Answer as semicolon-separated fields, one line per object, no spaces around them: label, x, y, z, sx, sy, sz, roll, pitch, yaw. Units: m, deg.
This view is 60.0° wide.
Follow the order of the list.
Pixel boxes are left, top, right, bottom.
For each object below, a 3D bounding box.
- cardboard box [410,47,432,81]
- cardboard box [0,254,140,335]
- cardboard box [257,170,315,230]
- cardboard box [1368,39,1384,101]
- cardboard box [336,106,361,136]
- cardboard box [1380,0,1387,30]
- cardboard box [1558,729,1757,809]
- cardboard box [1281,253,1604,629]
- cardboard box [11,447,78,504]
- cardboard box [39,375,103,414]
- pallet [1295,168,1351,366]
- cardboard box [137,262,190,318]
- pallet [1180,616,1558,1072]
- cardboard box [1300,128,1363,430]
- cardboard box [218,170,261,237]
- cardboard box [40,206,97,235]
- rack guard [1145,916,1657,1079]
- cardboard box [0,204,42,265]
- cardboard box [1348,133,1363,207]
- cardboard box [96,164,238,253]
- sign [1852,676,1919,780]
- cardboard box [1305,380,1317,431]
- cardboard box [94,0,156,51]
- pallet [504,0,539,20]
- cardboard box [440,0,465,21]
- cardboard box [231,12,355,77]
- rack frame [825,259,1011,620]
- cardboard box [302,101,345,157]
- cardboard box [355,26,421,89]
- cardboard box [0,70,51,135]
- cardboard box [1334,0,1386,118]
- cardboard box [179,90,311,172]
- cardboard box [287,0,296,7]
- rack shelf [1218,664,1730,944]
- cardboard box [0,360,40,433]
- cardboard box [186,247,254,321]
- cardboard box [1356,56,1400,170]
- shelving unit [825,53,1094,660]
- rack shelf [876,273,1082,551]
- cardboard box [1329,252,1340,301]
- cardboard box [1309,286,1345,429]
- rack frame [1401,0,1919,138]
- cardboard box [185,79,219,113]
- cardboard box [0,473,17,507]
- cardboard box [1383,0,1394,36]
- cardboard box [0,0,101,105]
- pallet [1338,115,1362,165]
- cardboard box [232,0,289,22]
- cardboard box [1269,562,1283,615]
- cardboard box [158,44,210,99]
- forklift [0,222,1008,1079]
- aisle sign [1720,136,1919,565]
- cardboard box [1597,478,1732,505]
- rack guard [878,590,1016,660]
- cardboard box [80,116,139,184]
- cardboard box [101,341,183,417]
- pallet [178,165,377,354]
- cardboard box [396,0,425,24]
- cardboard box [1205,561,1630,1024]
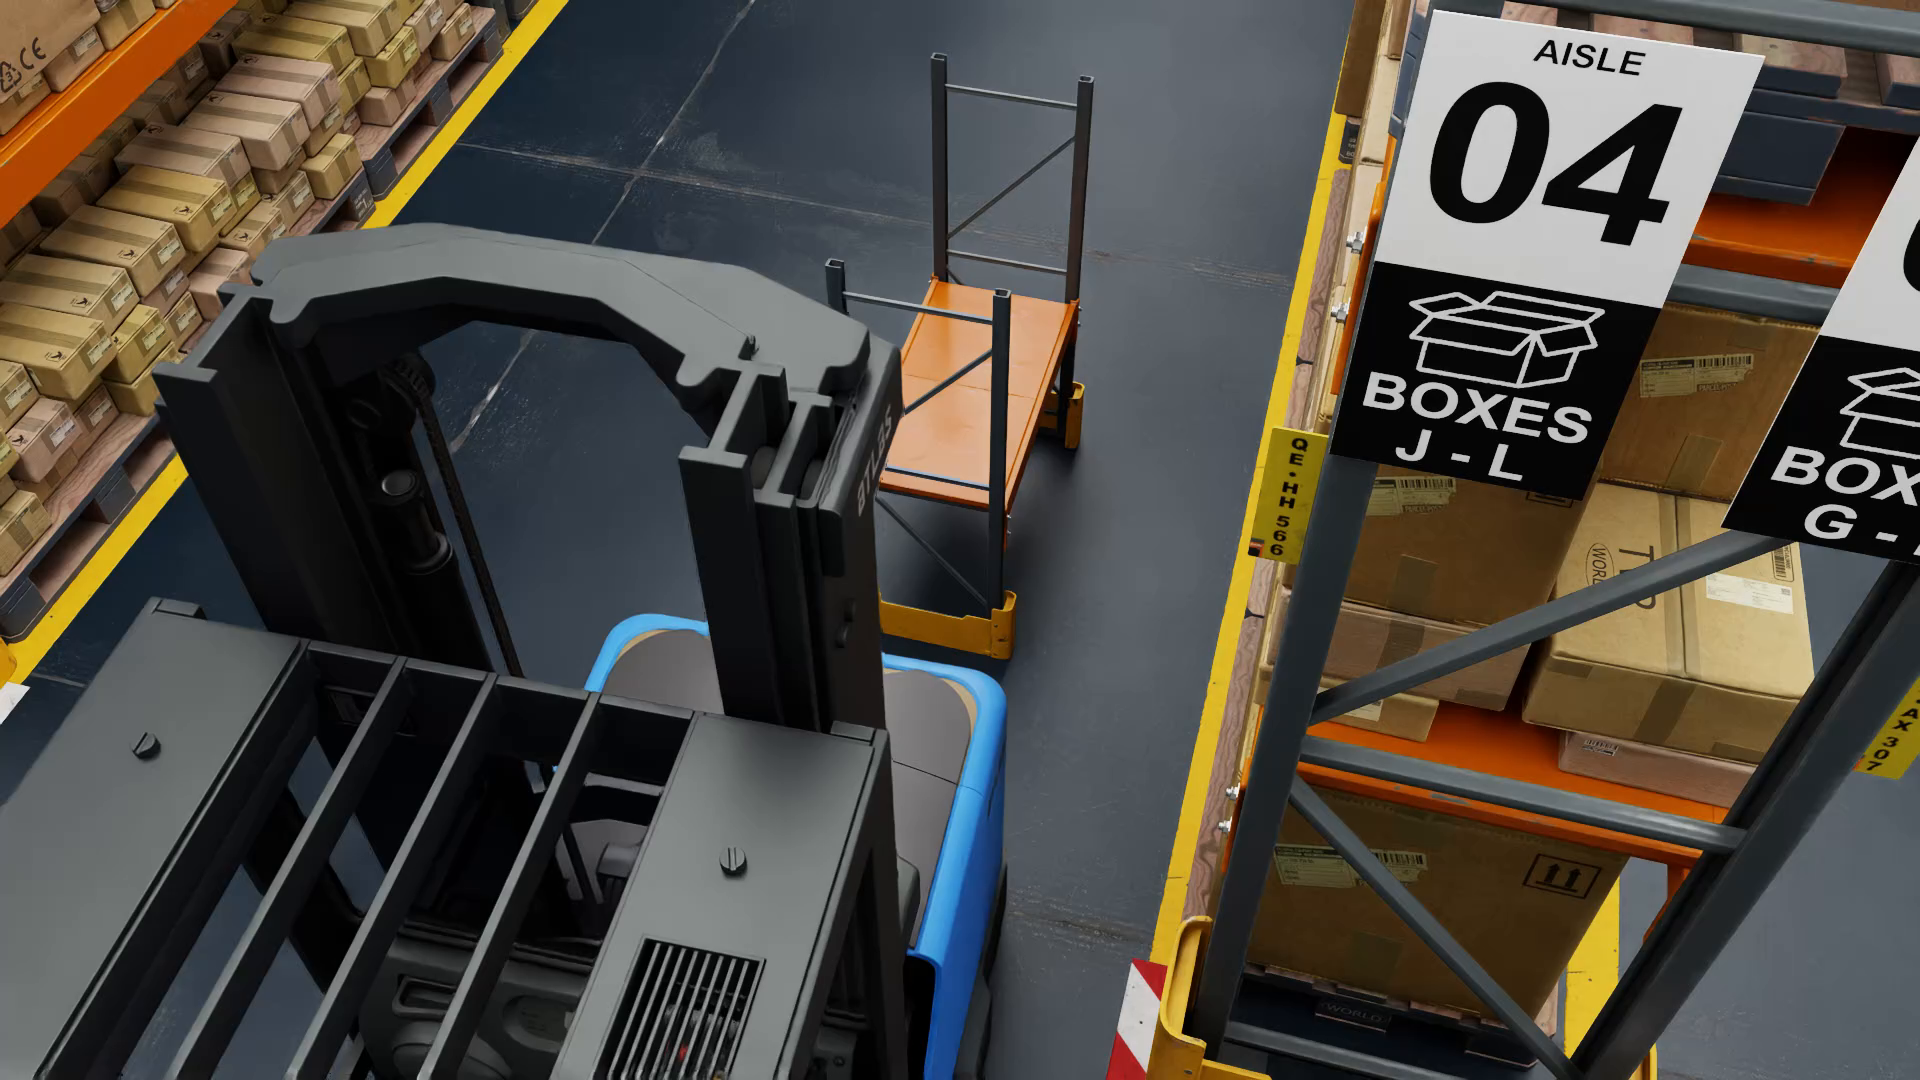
cardboard box;-2.540;-2.112;7.234;0.380;0.149;0.250;13;50;11
cardboard box;-3.072;-0.825;5.702;0.380;0.149;0.250;9;49;8
cardboard box;-2.797;-1.359;6.570;0.380;0.149;0.250;12;50;11
cardboard box;1.470;-1.399;5.151;0.380;0.149;0.250;11;49;10
cardboard box;-2.734;-1.741;6.908;0.380;0.149;0.250;10;49;9
cardboard box;1.605;-1.774;5.483;0.380;0.149;0.250;13;50;11
cardboard box;1.501;0.398;3.565;0.380;0.149;0.250;12;50;10
cardboard box;0.964;-0.195;3.322;0.500;0.500;0.500;12;50;10
cardboard box;-3.233;-0.262;5.602;0.380;0.149;0.250;11;50;10
cardboard box;-3.178;-0.549;5.657;0.380;0.149;0.250;12;50;11
pallet;1.866;-0.929;6.429;1.003;0.211;1.213;12;50;10
cardboard box;-3.028;-0.924;5.988;0.380;0.149;0.250;9;49;8
pallet;1.224;0.836;4.872;1.003;0.211;1.213;12;50;10
cardboard box;1.654;-0.710;5.513;0.875;0.875;0.875;12;50;10
cardboard box;-2.916;-1.322;6.339;0.380;0.149;0.250;14;50;12
cardboard box;-3.462;-1.212;6.242;0.380;0.149;0.250;14;50;12
rack guard;1.083;1.351;4.224;1.175;0.500;0.348;12;50;10
cardboard box;-3.561;-1.133;5.974;0.380;0.149;0.250;13;50;11
cardboard box;1.334;-1.027;4.824;0.380;0.149;0.250;10;49;9
cardboard box;-2.877;-1.205;6.038;0.380;0.149;0.250;12;50;11
sign;1.623;0.308;2.847;0.100;0.325;0.005;12;50;10
cardboard box;1.066;-0.284;4.167;0.380;0.149;0.250;12;50;11
cardboard box;-2.907;-1.770;5.479;0.380;0.149;0.250;13;50;11
pallet;-2.413;-3.079;8.327;1.003;0.211;1.213;12;50;10
cardboard box;-2.393;-2.442;7.327;0.380;0.149;0.250;12;50;11
cardboard box;-2.690;-1.976;6.718;0.380;0.149;0.250;13;50;11
rack frame;-0.111;-0.190;4.918;0.500;1.500;0.032;12;50;10
cardboard box;-2.715;-1.696;6.669;0.380;0.149;0.250;13;50;11
cardboard box;-2.506;-2.046;6.978;0.380;0.149;0.250;10;49;9
cardboard box;-3.088;-1.414;5.165;0.380;0.149;0.250;11;50;10
cardboard box;2.291;-2.289;6.907;1.225;0.875;0.875;12;50;10
cardboard box;-2.732;-1.564;6.355;0.380;0.149;0.250;10;49;9
cardboard box;-3.001;-2.333;7.231;0.380;0.149;0.250;12;50;10
rack shelf;1.615;-0.702;4.849;1.077;0.370;4.000;12;50;10
cardboard box;-3.247;-0.473;5.391;0.380;0.149;0.250;12;50;11
cardboard box;-2.876;-0.973;6.229;0.380;0.149;0.250;9;49;8
cardboard box;1.361;-1.058;4.584;0.500;0.250;0.500;12;50;10
shelving unit;0.020;-0.551;5.236;0.587;1.500;1.083;12;50;10
rack shelf;0.022;-0.439;5.377;0.538;0.185;1.000;12;50;10
cardboard box;1.200;-0.659;4.499;0.380;0.149;0.250;12;50;10
cardboard box;1.095;-0.312;3.926;0.500;0.250;0.500;11;49;9
rack frame;1.089;-1.478;1.053;1.000;3.000;0.127;12;50;10
cardboard box;-3.199;-1.760;6.726;0.380;0.149;0.250;14;50;12
cardboard box;-3.284;-0.168;5.320;0.380;0.149;0.250;13;50;12
cardboard box;1.630;-1.788;5.229;0.500;0.250;0.500;11;50;10
cardboard box;-3.028;-1.691;4.977;0.500;0.500;0.500;12;50;11
pallet;2.272;-2.037;7.407;1.003;0.211;1.213;12;50;10
cardboard box;-3.056;-2.242;6.953;0.380;0.149;0.250;11;49;10
cardboard box;0.932;0.079;3.847;0.380;0.149;0.250;12;50;10
cardboard box;-3.248;-1.881;6.634;0.380;0.149;0.250;13;50;11
forklift;-0.687;1.070;2.851;1.130;2.935;3.031;9;49;8
aisle sign;1.359;-0.242;2.229;0.394;0.787;0.004;12;50;10
cardboard box;1.606;-0.213;3.839;0.500;0.250;0.500;11;49;10
rack guard;-0.111;0.222;5.387;0.587;0.250;0.087;12;50;10
cardboard box;-3.343;-1.497;6.295;0.380;0.149;0.250;12;50;10
cardboard box;-3.001;-0.606;5.906;0.380;0.149;0.250;12;50;10
pallet;-3.079;-1.138;6.613;1.003;0.211;1.213;12;50;10
cardboard box;-2.488;-2.330;7.030;0.380;0.149;0.250;12;50;11
cardboard box;1.180;0.592;4.364;0.875;0.875;0.875;12;50;10
